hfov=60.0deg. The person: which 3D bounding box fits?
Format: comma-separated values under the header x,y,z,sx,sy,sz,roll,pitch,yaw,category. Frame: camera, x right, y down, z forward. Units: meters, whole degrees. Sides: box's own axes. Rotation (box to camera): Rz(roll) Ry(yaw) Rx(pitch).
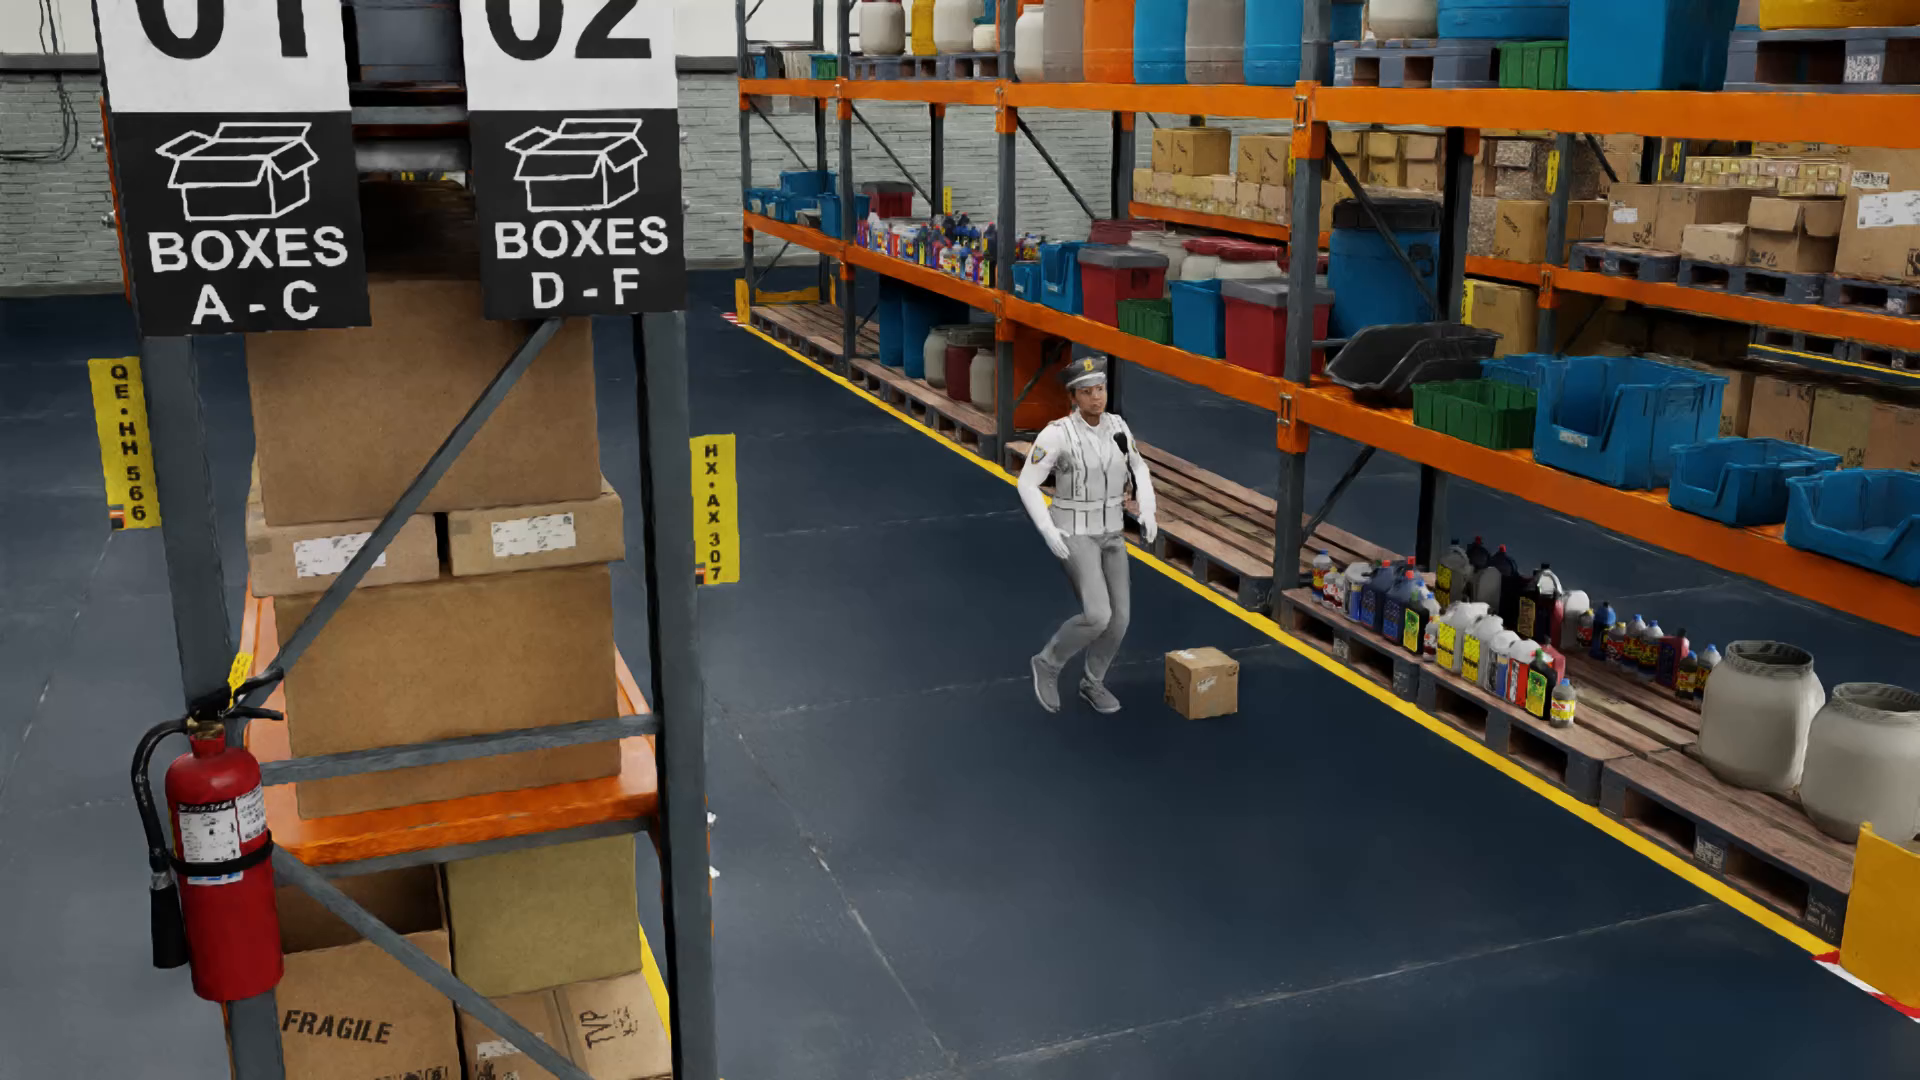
x,y,z,sx,sy,sz,roll,pitch,yaw,category
0.635,-0.014,7.593,0.655,1.667,0.468,-12,19,-36,person
